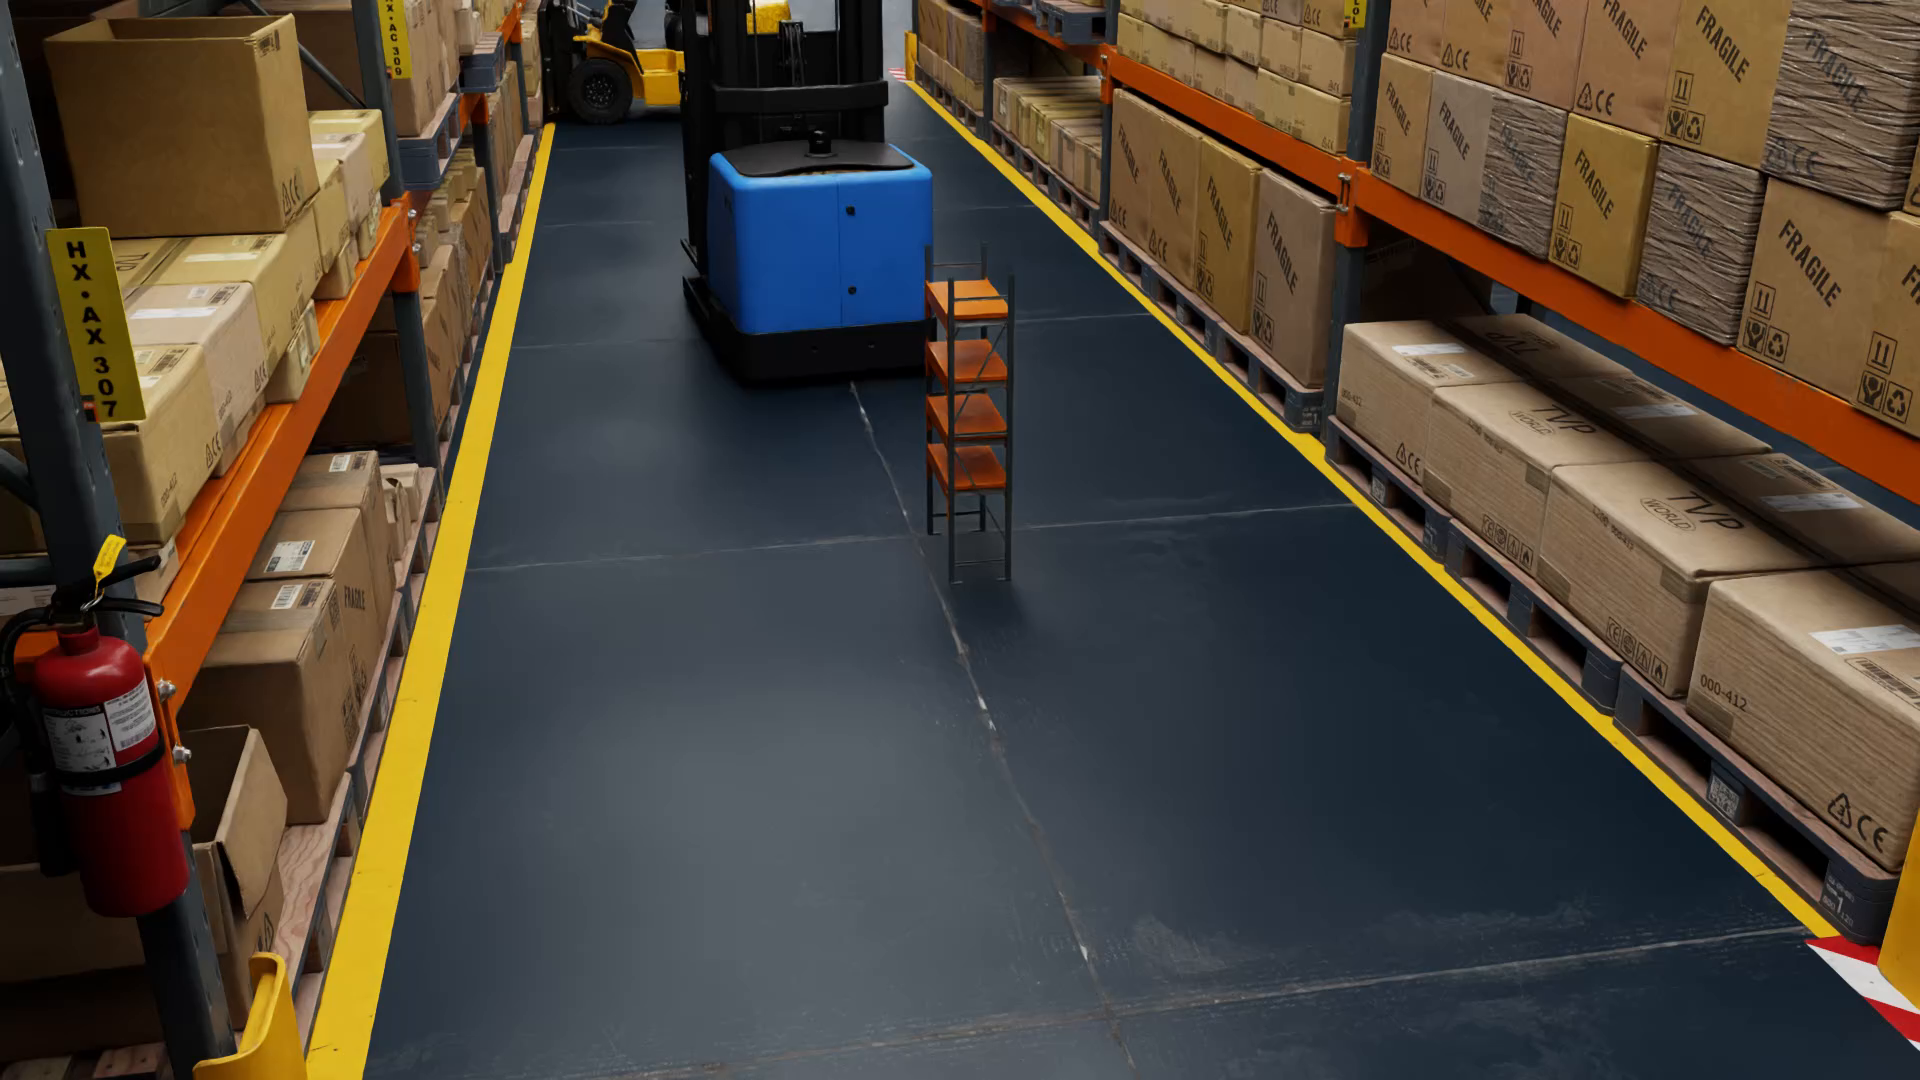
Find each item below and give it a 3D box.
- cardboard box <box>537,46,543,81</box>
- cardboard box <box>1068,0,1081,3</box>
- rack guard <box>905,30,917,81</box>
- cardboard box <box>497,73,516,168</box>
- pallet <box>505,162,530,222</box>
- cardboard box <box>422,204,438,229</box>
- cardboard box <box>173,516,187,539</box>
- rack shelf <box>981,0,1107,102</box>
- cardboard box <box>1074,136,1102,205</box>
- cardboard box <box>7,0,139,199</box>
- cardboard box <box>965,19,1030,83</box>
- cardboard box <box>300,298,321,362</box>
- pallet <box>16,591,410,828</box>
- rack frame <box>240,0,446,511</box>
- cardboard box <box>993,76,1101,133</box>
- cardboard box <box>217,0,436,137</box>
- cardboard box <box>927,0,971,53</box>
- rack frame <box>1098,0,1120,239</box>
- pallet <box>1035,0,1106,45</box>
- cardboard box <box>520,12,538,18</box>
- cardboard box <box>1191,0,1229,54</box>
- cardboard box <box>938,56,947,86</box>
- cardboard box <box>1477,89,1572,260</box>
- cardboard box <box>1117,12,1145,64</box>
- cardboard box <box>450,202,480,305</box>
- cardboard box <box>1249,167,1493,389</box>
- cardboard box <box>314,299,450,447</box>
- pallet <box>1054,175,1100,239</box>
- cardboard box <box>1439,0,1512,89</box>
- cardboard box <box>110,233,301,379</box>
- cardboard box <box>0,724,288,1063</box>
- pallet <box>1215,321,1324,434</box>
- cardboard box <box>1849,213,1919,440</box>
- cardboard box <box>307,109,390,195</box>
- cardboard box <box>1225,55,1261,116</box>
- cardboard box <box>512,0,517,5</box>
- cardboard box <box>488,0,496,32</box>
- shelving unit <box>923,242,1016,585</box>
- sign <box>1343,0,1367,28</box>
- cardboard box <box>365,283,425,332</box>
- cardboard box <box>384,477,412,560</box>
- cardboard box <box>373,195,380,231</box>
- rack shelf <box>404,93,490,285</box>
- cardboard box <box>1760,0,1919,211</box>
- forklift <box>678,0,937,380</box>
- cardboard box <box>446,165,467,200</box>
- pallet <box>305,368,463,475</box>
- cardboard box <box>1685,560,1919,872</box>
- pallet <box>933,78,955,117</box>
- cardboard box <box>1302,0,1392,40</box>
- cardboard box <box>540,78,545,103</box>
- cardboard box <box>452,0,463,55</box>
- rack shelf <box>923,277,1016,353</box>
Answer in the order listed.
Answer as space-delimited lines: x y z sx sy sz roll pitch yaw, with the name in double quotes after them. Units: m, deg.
-4.128 -4.402 15.367 0.500 0.250 0.500 -5 24 -10 "cardboard box"
0.948 -3.811 11.517 0.380 0.149 0.250 -5 24 -10 "cardboard box"
-0.014 -5.398 18.484 1.175 0.500 0.348 -4 24 -10 "rack guard"
-3.922 -3.225 12.828 0.875 0.625 0.625 -5 24 -10 "cardboard box"
-3.762 -2.585 12.405 1.003 0.211 1.213 -4 24 -10 "pallet"
-2.873 -1.602 8.458 0.380 0.149 0.250 -4 24 -10 "cardboard box"
-1.830 -0.042 3.412 0.380 0.149 0.250 -4 24 -8 "cardboard box"
1.082 -3.883 12.792 1.077 0.370 4.000 -4 24 -10 "rack shelf"
1.357 -2.637 11.800 0.950 0.372 0.625 -6 24 -13 "cardboard box"
-2.672 -1.290 4.834 0.500 0.500 0.500 -5 24 -11 "cardboard box"
0.339 -4.489 15.253 0.500 0.500 0.500 -5 24 -10 "cardboard box"
-1.996 -0.558 4.593 0.380 0.149 0.250 -4 24 -9 "cardboard box"
-2.331 0.545 5.239 1.003 0.211 1.213 -4 24 -10 "pallet"
-2.686 -1.484 6.400 1.000 3.000 0.127 -4 24 -10 "rack frame"
0.811 -3.782 14.420 0.950 0.372 0.625 -4 24 -9 "cardboard box"
-2.556 -1.929 6.770 0.700 0.500 0.500 -4 24 -8 "cardboard box"
-0.045 -5.297 17.103 0.500 0.500 0.500 -5 24 -12 "cardboard box"
1.451 -3.426 10.847 1.000 3.000 0.127 -4 24 -10 "rack frame"
1.215 -3.611 11.509 1.213 0.211 1.003 -4 24 -10 "pallet"
-4.224 -4.839 15.743 0.500 0.250 0.500 -5 24 -11 "cardboard box"
1.558 -2.768 8.903 0.500 0.250 0.500 -4 24 -9 "cardboard box"
0.050 -4.753 16.795 0.500 0.250 0.500 -3 24 -6 "cardboard box"
2.195 -1.300 5.855 0.500 0.500 0.500 -4 24 -9 "cardboard box"
1.295 -3.146 10.394 0.500 0.250 0.500 -5 24 -11 "cardboard box"
-2.955 -1.551 9.151 0.500 0.500 0.500 -3 24 -7 "cardboard box"
1.998 -1.310 8.131 0.875 0.875 0.875 -4 24 -8 "cardboard box"
-2.555 -0.738 7.290 0.500 0.500 0.500 -3 24 -7 "cardboard box"
1.308 -2.456 12.109 1.003 0.211 1.213 -4 24 -10 "pallet"
2.128 -1.953 6.099 0.500 0.500 0.500 -5 24 -10 "cardboard box"
-1.956 -0.574 4.133 0.500 0.250 0.500 -5 24 -11 "cardboard box"
-1.967 0.793 3.780 0.797 0.503 0.637 -5 24 -12 "cardboard box"
1.974 -0.873 8.485 1.003 0.211 1.213 -4 24 -10 "pallet"
2.581 -0.496 4.012 0.500 0.500 0.500 -4 24 -9 "cardboard box"
-2.353 -1.369 5.953 0.500 0.250 0.500 -4 24 -8 "cardboard box"
1.693 -2.342 8.553 0.500 0.250 0.500 -5 24 -11 "cardboard box"
-3.815 -4.383 13.226 0.500 0.250 0.500 -4 24 -9 "cardboard box"
-3.458 -3.582 11.390 0.500 0.250 0.500 -5 24 -11 "cardboard box"
0.031 -0.485 6.361 0.258 1.200 0.503 -4 24 -10 "shelving unit"
1.660 -2.303 6.928 0.100 0.325 0.005 -4 24 -10 "sign"
-2.491 -0.989 7.055 0.380 0.149 0.250 -3 24 -7 "cardboard box"
-2.229 -0.086 6.090 0.396 0.266 0.258 -3 24 -8 "cardboard box"
-2.310 -1.161 5.975 0.380 0.149 0.250 -4 24 -8 "cardboard box"
-3.056 -1.941 8.345 1.077 0.370 4.000 -4 24 -10 "rack shelf"
2.482 -1.159 4.282 0.500 0.500 0.500 -4 24 -10 "cardboard box"
-1.032 -2.720 9.316 1.130 2.935 3.031 -7 25 -15 "forklift"
-3.000 -2.014 9.402 0.380 0.149 0.250 -5 24 -12 "cardboard box"
-2.874 -0.523 7.685 1.003 0.211 1.213 -4 24 -10 "pallet"
2.710 0.450 4.649 0.875 0.438 0.875 -5 24 -12 "cardboard box"
0.324 -4.464 16.708 1.003 0.211 1.213 -4 24 -10 "pallet"
1.862 -2.514 7.384 0.500 0.500 0.500 -4 24 -8 "cardboard box"
-4.149 -4.177 15.478 0.500 0.250 0.500 -4 24 -9 "cardboard box"
-2.942 -2.669 8.459 0.797 0.503 0.637 -5 24 -11 "cardboard box"
0.031 -0.845 6.203 0.258 0.148 0.480 -4 24 -10 "rack shelf"
